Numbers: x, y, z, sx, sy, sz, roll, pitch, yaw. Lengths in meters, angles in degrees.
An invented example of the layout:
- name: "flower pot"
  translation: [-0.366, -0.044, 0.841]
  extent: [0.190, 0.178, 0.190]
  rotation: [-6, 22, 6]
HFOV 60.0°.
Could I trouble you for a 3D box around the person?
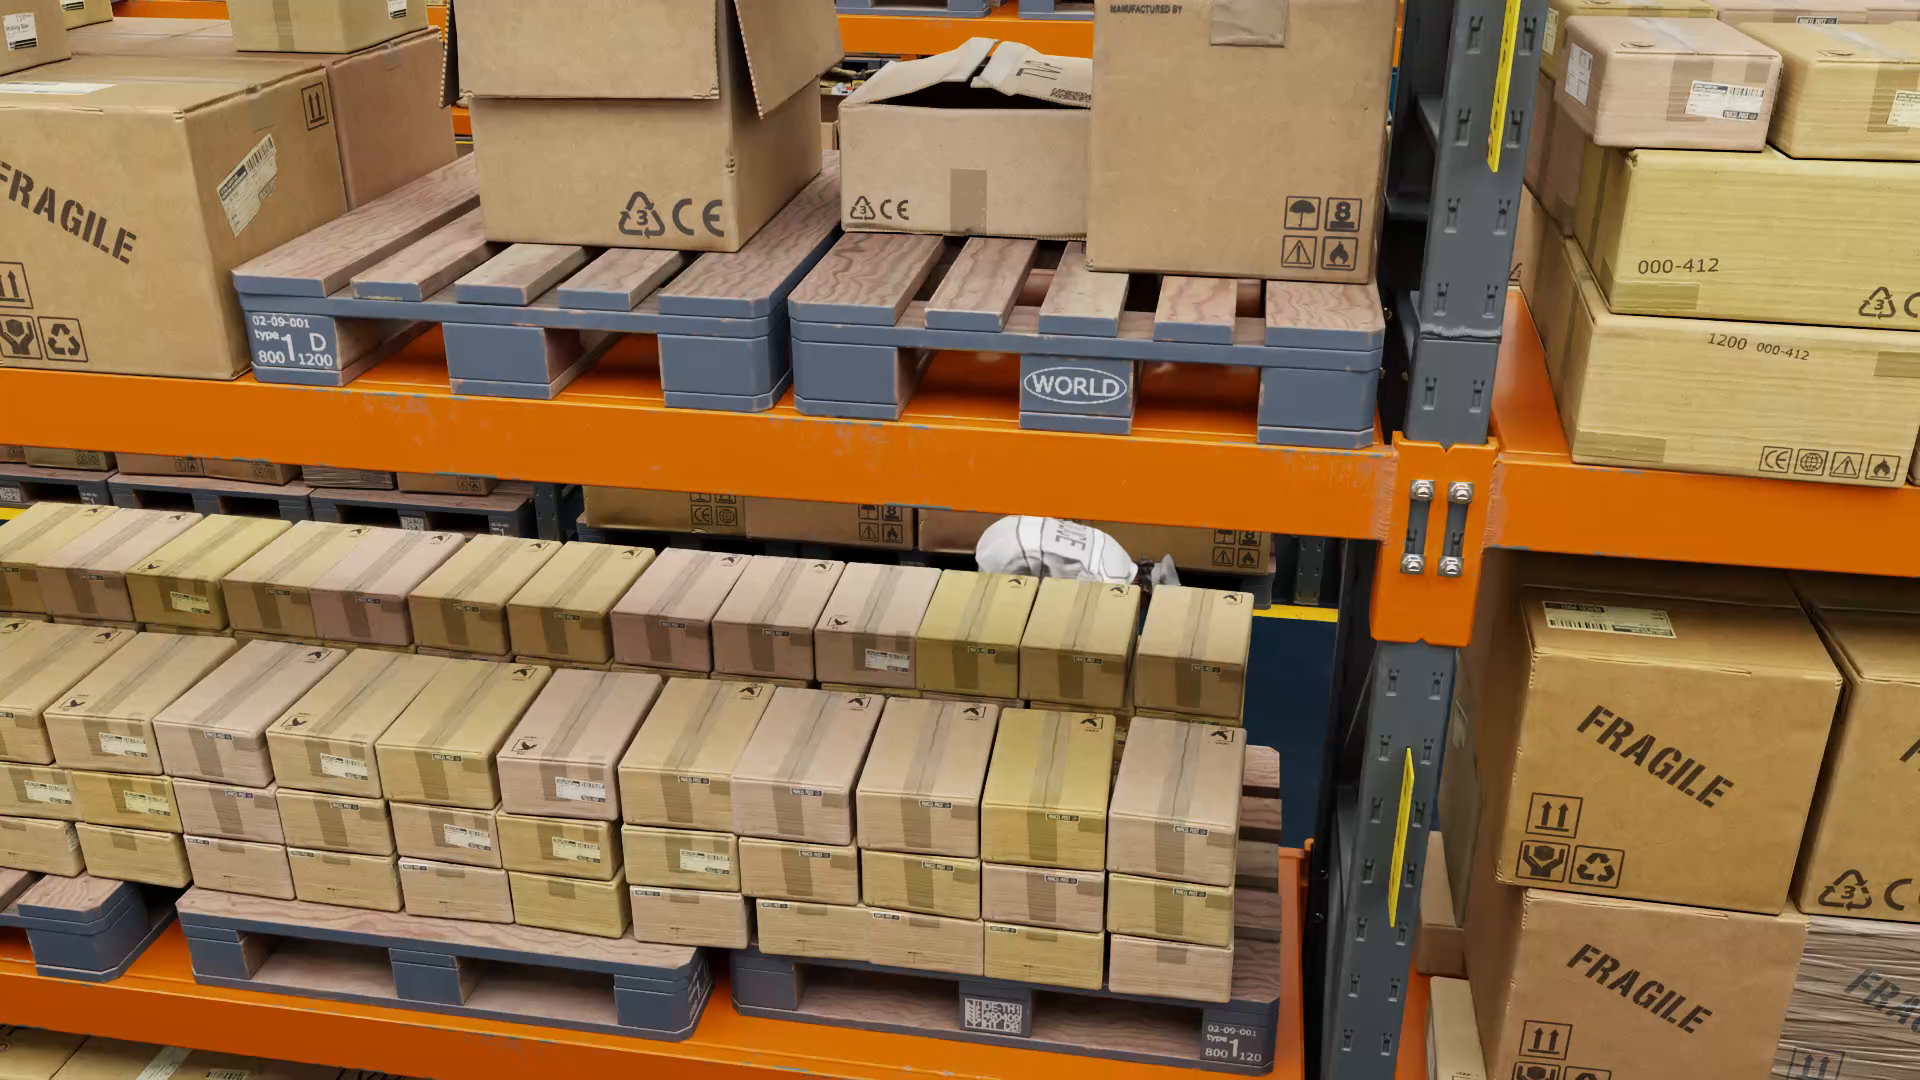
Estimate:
- name: "person"
  translation: [0.519, 0.332, 7.309]
  extent: [0.903, 0.894, 0.466]
  rotation: [3, 25, 6]
